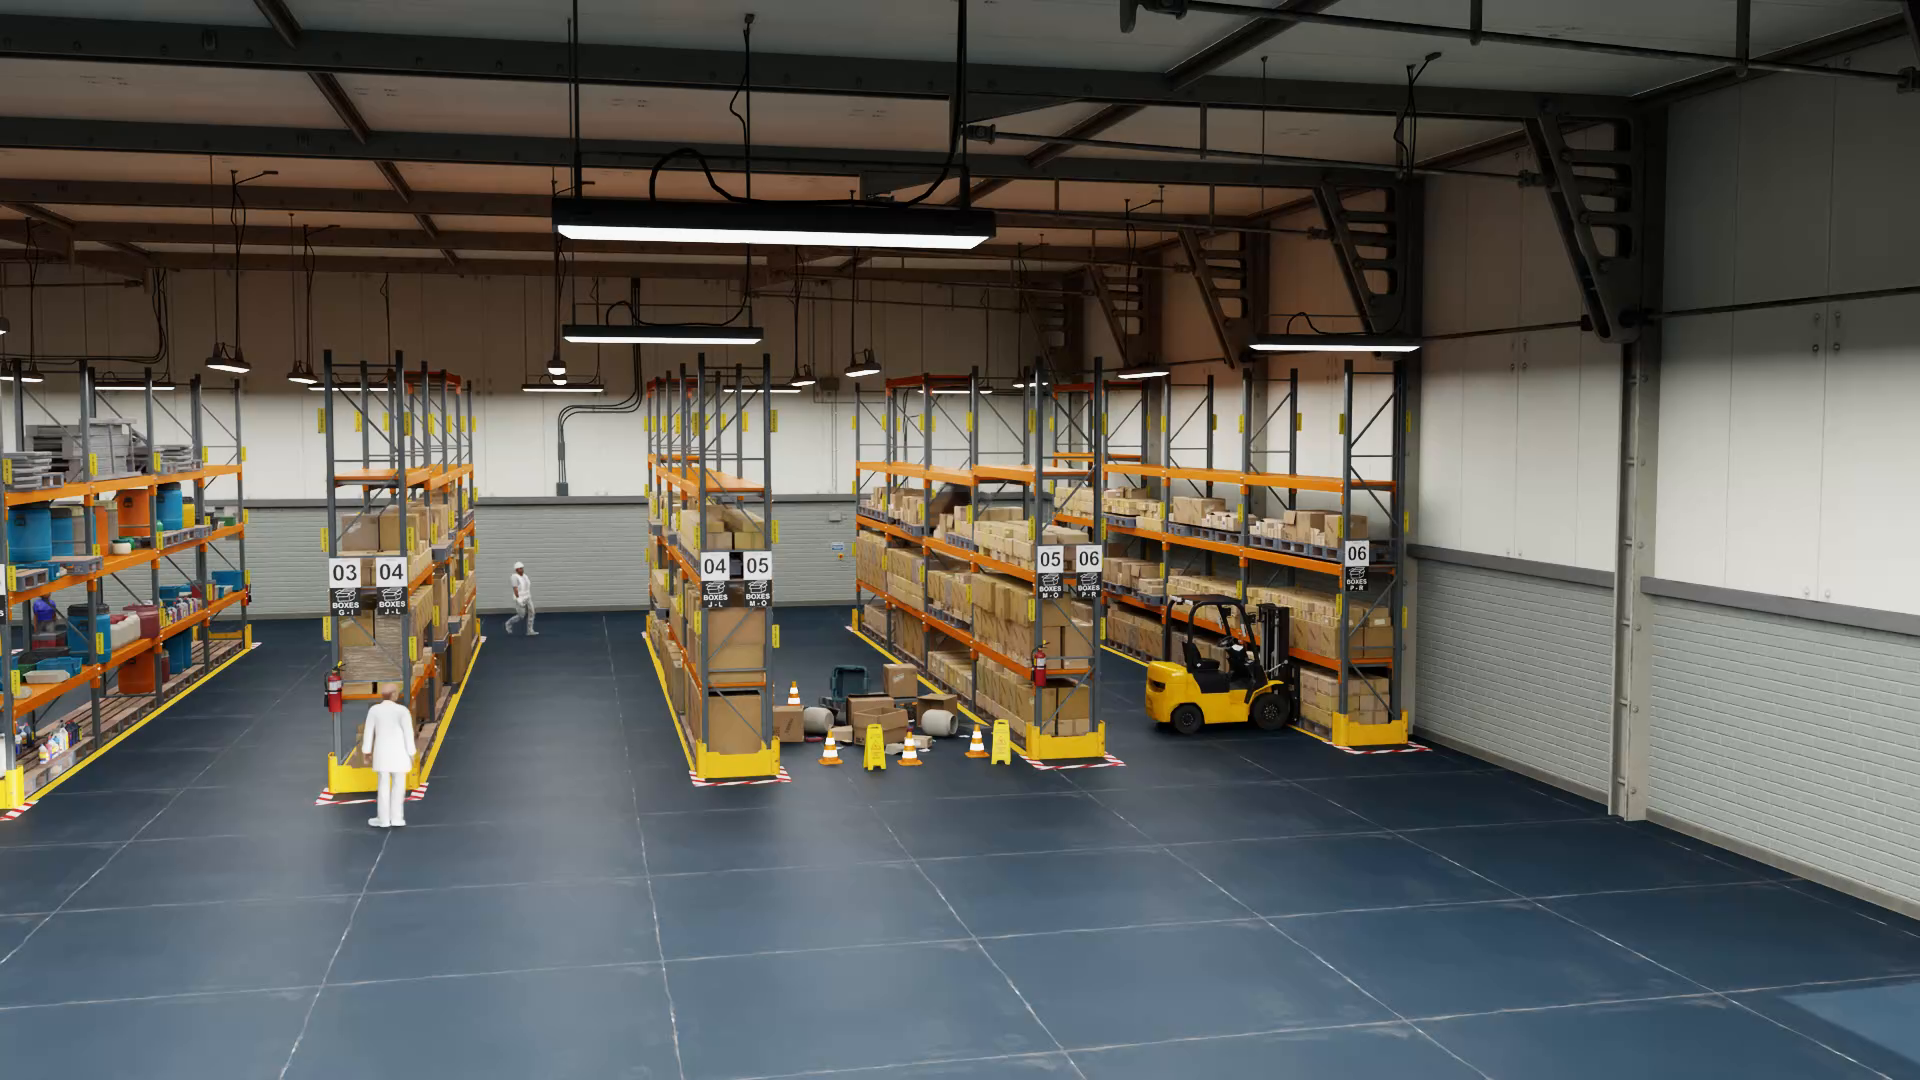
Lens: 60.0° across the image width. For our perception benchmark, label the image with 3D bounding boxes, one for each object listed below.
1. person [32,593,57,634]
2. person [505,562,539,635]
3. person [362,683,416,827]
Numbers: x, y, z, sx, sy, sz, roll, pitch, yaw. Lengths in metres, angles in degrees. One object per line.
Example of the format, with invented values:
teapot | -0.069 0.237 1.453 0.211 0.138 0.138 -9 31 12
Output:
person | -18.896 1.786 34.369 0.411 1.625 0.665 -1 4 -16
person | -10.352 1.386 39.224 0.754 1.750 0.601 1 4 18
person | -7.109 2.683 20.685 0.689 1.815 0.443 0 4 -2
